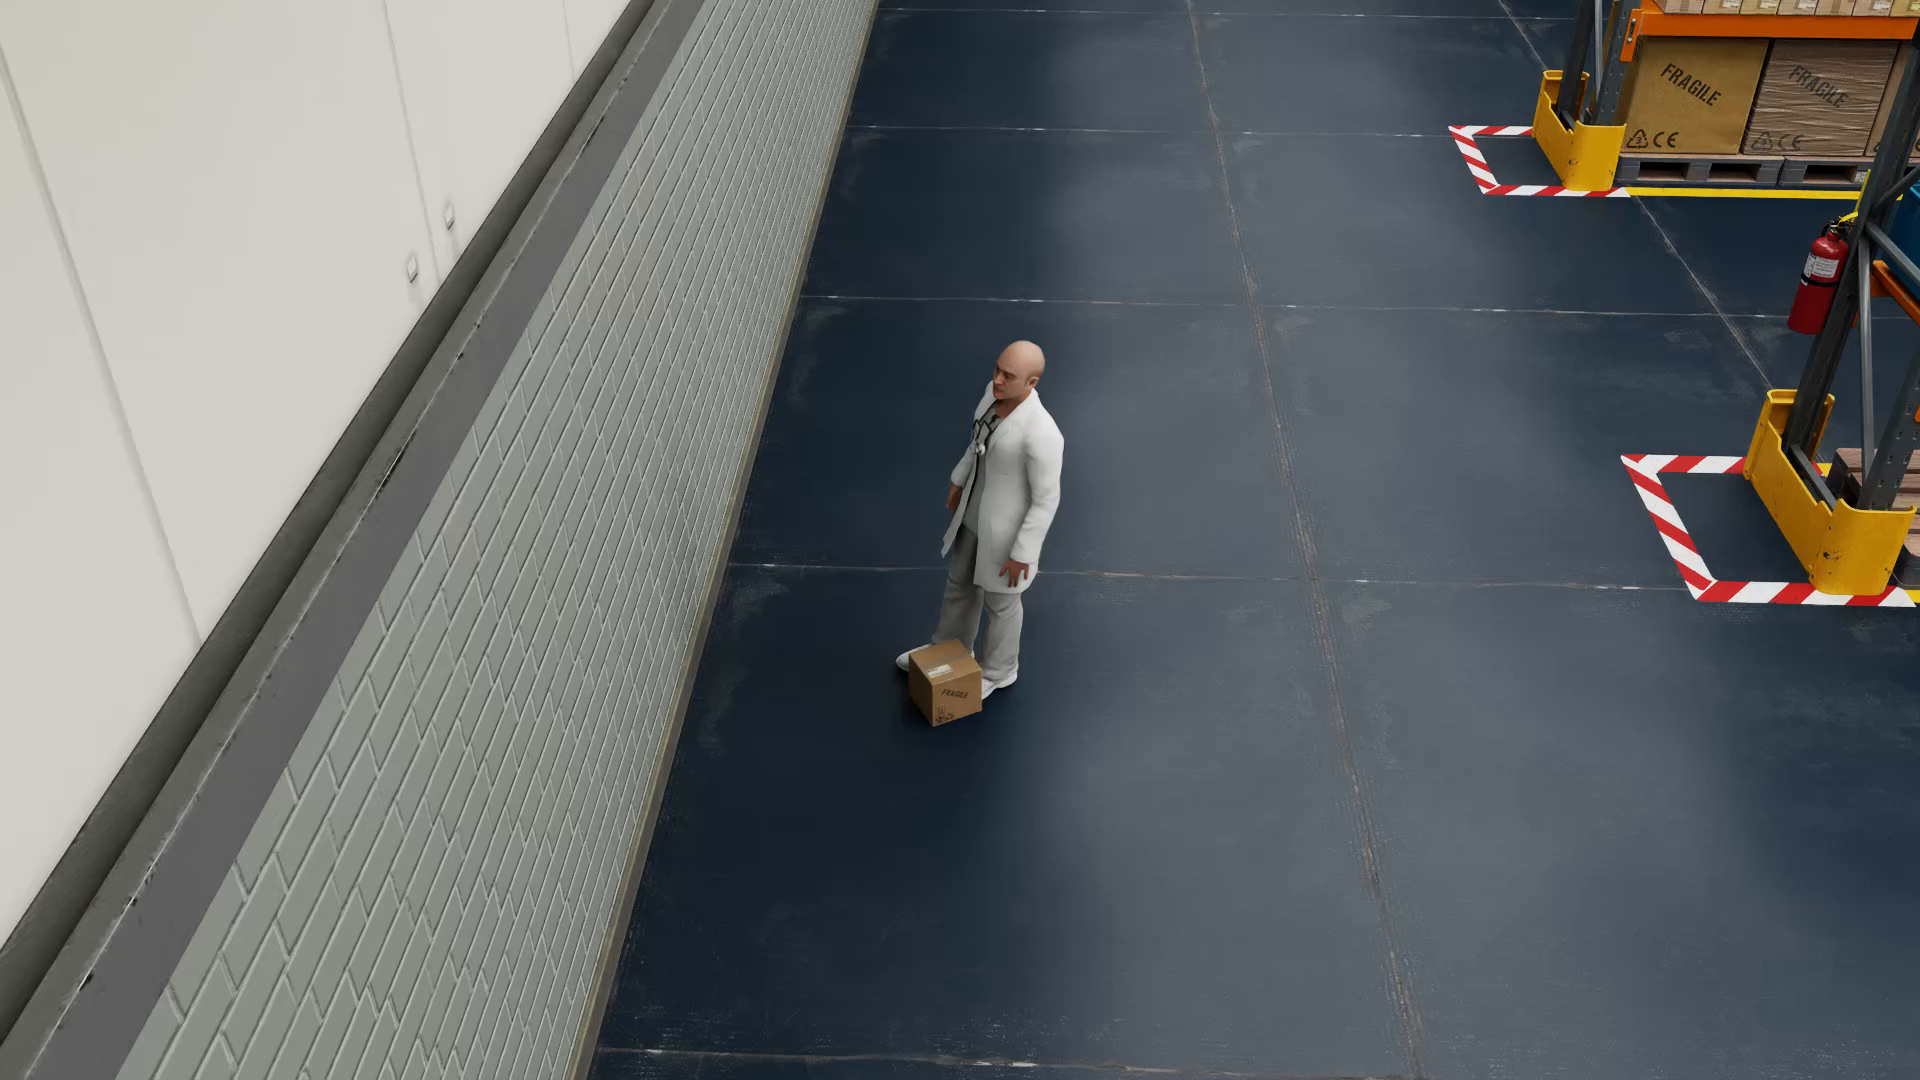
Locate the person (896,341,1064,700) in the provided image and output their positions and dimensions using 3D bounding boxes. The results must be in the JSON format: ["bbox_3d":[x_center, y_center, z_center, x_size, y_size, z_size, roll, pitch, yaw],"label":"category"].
[{"bbox_3d":[0.085,-0.048,7.185,0.582,1.775,0.694,-16,38,-21],"label":"person"}]
